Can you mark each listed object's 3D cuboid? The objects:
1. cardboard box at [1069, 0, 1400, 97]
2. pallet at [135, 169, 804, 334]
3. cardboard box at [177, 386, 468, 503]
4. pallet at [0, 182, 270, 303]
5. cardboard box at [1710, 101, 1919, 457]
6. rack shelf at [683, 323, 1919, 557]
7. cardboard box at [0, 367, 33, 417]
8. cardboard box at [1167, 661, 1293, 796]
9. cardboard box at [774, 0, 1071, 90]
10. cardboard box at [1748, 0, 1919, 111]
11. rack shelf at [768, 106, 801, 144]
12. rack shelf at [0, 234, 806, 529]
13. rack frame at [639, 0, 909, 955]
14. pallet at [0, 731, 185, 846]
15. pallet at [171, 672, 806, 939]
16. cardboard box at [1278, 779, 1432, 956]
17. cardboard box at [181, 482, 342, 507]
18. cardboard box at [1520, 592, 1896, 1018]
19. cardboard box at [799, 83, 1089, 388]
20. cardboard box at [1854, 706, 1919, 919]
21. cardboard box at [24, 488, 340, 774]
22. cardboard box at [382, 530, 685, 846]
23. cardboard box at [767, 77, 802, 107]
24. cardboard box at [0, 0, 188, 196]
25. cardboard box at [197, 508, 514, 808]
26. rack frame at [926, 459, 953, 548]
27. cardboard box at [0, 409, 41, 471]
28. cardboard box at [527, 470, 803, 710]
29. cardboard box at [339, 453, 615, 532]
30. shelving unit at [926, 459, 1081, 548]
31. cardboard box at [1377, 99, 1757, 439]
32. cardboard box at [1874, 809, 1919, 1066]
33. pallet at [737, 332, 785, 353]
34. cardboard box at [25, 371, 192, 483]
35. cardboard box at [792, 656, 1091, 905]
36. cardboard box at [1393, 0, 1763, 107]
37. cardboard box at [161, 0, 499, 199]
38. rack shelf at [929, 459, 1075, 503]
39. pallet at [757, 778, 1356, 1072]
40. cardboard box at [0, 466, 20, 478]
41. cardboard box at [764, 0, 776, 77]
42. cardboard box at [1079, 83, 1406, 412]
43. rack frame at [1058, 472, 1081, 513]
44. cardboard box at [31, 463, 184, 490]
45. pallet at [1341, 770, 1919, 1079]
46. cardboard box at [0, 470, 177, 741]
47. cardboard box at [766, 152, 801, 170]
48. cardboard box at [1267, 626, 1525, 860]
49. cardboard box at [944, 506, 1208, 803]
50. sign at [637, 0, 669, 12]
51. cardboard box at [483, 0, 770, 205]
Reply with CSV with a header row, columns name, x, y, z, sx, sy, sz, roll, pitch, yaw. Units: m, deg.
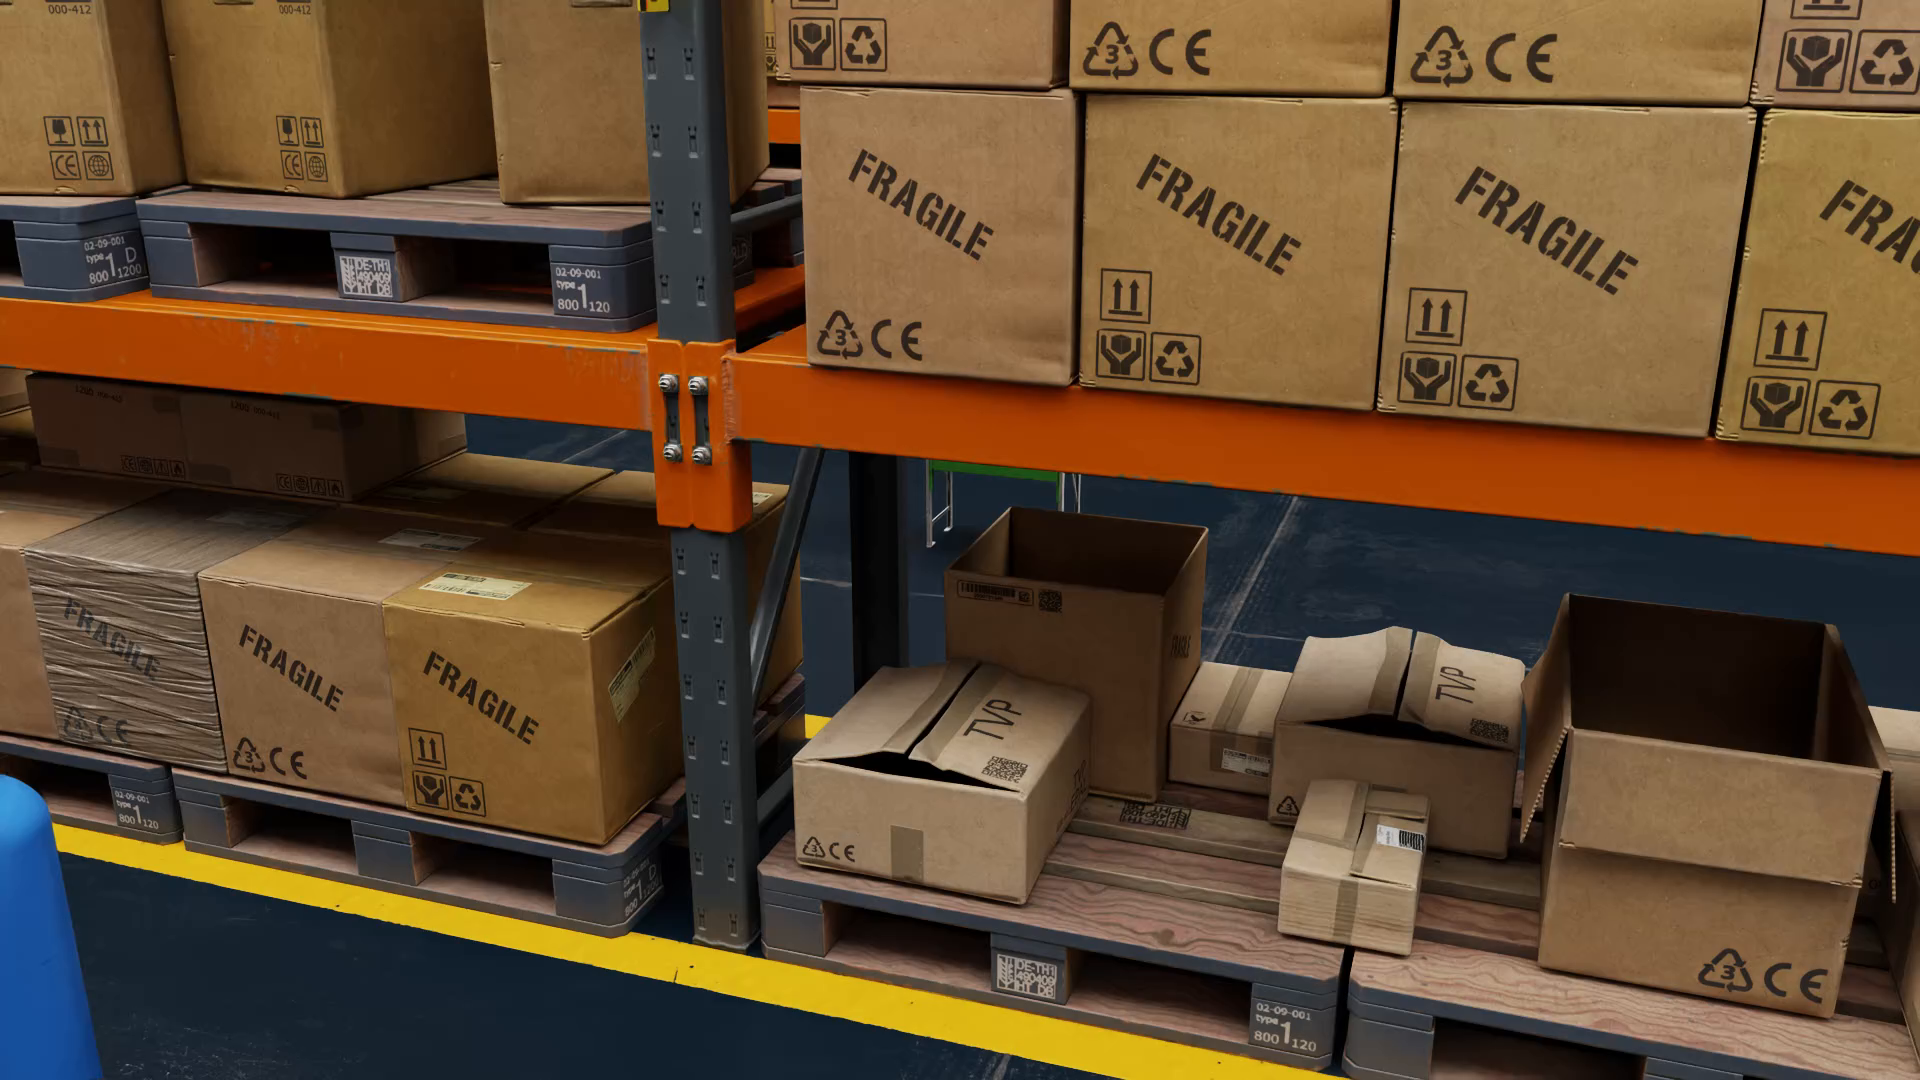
name,x,y,z,sx,sy,sz,roll,pitch,yaw
cardboard box,0.489,-1.020,2.774,0.500,0.500,0.500,6,20,16
pallet,-1.071,-0.724,3.888,1.213,0.211,1.003,7,20,18
cardboard box,-1.673,-0.312,4.405,0.500,0.250,0.500,7,20,18
pallet,-2.292,-0.827,4.184,1.213,0.211,1.003,7,20,18
cardboard box,1.478,-0.439,2.625,0.500,0.500,0.500,6,20,17
rack shelf,1.538,-0.139,3.010,4.000,0.370,1.077,7,20,18
cardboard box,-3.115,-0.475,4.873,0.500,0.250,0.500,7,21,20
cardboard box,0.654,0.439,3.922,0.250,0.149,0.380,7,20,18
cardboard box,0.001,-1.076,2.934,0.500,0.500,0.500,7,20,19
cardboard box,1.462,-0.909,2.455,0.500,0.500,0.500,7,20,20
rack shelf,-0.619,-2.112,8.670,4.000,0.370,1.077,7,20,18
rack shelf,-2.241,-0.571,4.250,4.000,0.370,1.077,7,20,18
rack frame,-0.352,-0.695,3.512,0.127,3.000,1.000,7,20,18
pallet,-2.289,0.415,4.566,1.213,0.211,1.003,7,20,18
pallet,-1.132,0.546,4.189,1.213,0.211,1.003,7,20,18
cardboard box,0.794,0.638,3.324,0.250,0.166,0.380,7,20,18
cardboard box,-1.706,0.039,4.535,0.500,0.500,0.500,7,20,19
cardboard box,1.425,0.478,3.273,0.637,0.503,0.797,7,20,18
cardboard box,0.040,-0.602,3.094,0.500,0.500,0.500,7,20,19
cardboard box,2.062,0.573,3.384,0.500,0.250,0.500,7,20,18
cardboard box,-1.850,0.203,4.065,0.500,0.500,0.500,7,20,19
cardboard box,-0.912,0.314,3.748,0.500,0.500,0.500,6,20,18
cardboard box,-0.820,-2.288,8.435,0.250,0.149,0.380,7,20,18
cardboard box,-2.041,-1.112,3.919,0.500,0.500,0.700,1,19,4
cardboard box,-1.376,0.258,3.909,0.500,0.500,0.500,7,20,18
rack frame,-0.074,-0.575,5.903,0.015,1.200,0.240,7,20,18
cardboard box,-2.681,-0.070,4.849,0.500,0.500,0.500,6,20,16
cardboard box,-0.729,0.150,4.218,0.500,0.500,0.500,6,20,16
cardboard box,-1.236,0.096,4.373,0.500,0.500,0.500,7,20,19
shelving unit,0.156,-0.549,5.827,0.503,1.200,0.258,7,20,18
cardboard box,0.997,-0.493,2.782,0.500,0.500,0.500,6,20,18
cardboard box,1.945,0.734,2.922,0.500,0.250,0.500,7,20,18
pallet,-0.639,-1.110,8.939,1.213,0.211,1.003,7,20,18
cardboard box,-2.147,-0.366,4.560,0.500,0.250,0.500,6,20,17
cardboard box,-0.026,0.480,3.559,0.500,0.311,0.500,7,20,18
cardboard box,0.974,-0.964,2.615,0.500,0.500,0.500,6,20,16
cardboard box,-1.396,-1.115,3.929,0.500,0.500,0.700,10,22,27
rack shelf,0.156,-0.262,5.927,0.480,0.148,0.258,7,20,18
pallet,0.297,0.697,3.757,1.213,0.211,1.003,7,20,18
cardboard box,-2.825,0.094,4.377,0.500,0.500,0.500,6,20,17
cardboard box,-0.679,-2.565,8.244,0.500,0.500,0.500,7,20,20
cardboard box,0.525,-0.548,2.939,0.500,0.500,0.500,7,20,19
rack frame,0.387,-0.522,5.752,0.015,1.200,0.240,7,20,18
cardboard box,-2.183,-0.015,4.692,0.500,0.500,0.500,6,20,16
pallet,1.453,0.828,3.381,1.213,0.211,1.003,7,20,18
cardboard box,-2.331,0.149,4.220,0.500,0.500,0.500,6,20,16
cardboard box,-1.031,-1.634,8.834,0.750,0.750,0.750,6,20,18
cardboard box,0.988,0.422,3.726,0.500,0.311,0.500,7,20,18
cardboard box,0.280,0.251,3.927,0.500,0.500,0.500,7,20,18
sign,-0.530,-1.068,2.825,0.005,0.325,0.100,7,20,18
cardboard box,-0.726,-1.061,3.773,0.500,0.500,0.700,0,19,0
